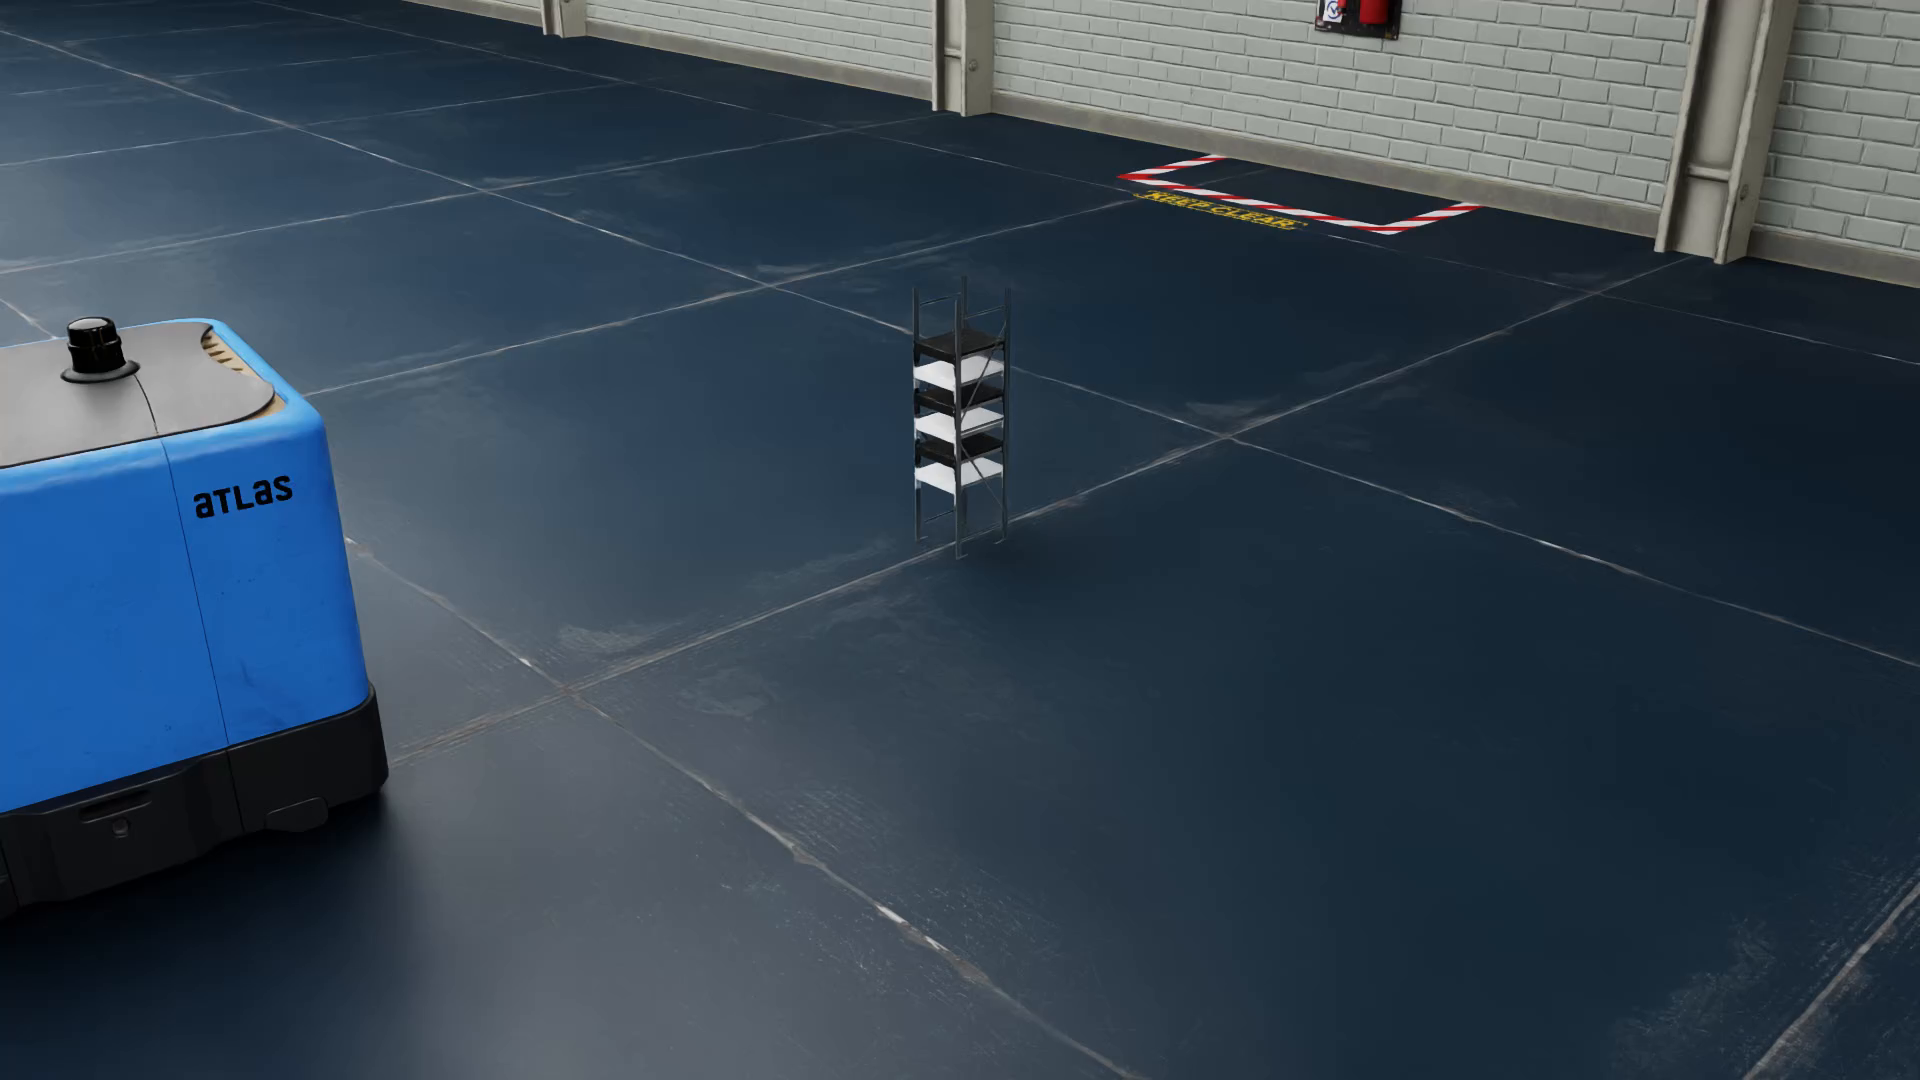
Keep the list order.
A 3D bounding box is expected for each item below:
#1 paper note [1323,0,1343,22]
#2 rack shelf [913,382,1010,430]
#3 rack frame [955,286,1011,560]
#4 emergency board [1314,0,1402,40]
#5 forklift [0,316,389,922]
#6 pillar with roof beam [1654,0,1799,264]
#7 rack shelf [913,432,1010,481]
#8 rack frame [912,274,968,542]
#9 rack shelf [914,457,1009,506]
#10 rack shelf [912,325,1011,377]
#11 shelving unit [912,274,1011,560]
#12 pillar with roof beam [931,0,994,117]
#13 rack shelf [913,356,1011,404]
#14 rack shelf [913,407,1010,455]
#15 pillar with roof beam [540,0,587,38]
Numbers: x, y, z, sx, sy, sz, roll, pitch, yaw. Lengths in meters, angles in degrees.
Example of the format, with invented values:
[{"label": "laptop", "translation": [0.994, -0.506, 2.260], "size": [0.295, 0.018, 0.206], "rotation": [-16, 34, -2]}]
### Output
[{"label": "paper note", "translation": [2.390, -3.396, 10.641], "size": [0.016, 0.148, 0.142], "rotation": [-21, 32, -38]}, {"label": "rack shelf", "translation": [0.006, -0.459, 5.534], "size": [0.258, 0.077, 0.200], "rotation": [-21, 32, -38]}, {"label": "rack frame", "translation": [0.075, -0.376, 5.490], "size": [0.240, 0.900, 0.006], "rotation": [-21, 32, -38]}, {"label": "emergency board", "translation": [2.461, -3.724, 10.298], "size": [0.194, 1.169, 0.643], "rotation": [-21, 32, -38]}, {"label": "forklift", "translation": [-2.956, -0.459, 3.224], "size": [3.031, 2.935, 1.130], "rotation": [-16, 29, -32]}, {"label": "pillar with roof beam", "translation": [0.979, -4.472, 4.711], "size": [9.100, 9.000, 0.400], "rotation": [-21, 32, -38]}, {"label": "rack shelf", "translation": [0.006, -0.295, 5.609], "size": [0.258, 0.077, 0.200], "rotation": [-21, 32, -38]}, {"label": "rack frame", "translation": [-0.064, -0.438, 5.625], "size": [0.240, 0.900, 0.006], "rotation": [-21, 32, -38]}, {"label": "rack shelf", "translation": [0.006, -0.213, 5.646], "size": [0.258, 0.077, 0.200], "rotation": [-21, 32, -38]}, {"label": "rack shelf", "translation": [0.006, -0.622, 5.460], "size": [0.258, 0.077, 0.200], "rotation": [-21, 32, -38]}, {"label": "shelving unit", "translation": [0.006, -0.407, 5.558], "size": [0.258, 0.900, 0.210], "rotation": [-21, 32, -38]}, {"label": "pillar with roof beam", "translation": [-3.122, -6.290, 8.696], "size": [9.100, 9.000, 0.400], "rotation": [-21, 32, -38]}, {"label": "rack shelf", "translation": [0.006, -0.540, 5.497], "size": [0.258, 0.077, 0.200], "rotation": [-21, 32, -38]}, {"label": "rack shelf", "translation": [0.006, -0.377, 5.572], "size": [0.258, 0.077, 0.200], "rotation": [-21, 32, -38]}, {"label": "pillar with roof beam", "translation": [-7.223, -8.108, 12.680], "size": [9.100, 9.000, 0.400], "rotation": [-21, 32, -38]}]
